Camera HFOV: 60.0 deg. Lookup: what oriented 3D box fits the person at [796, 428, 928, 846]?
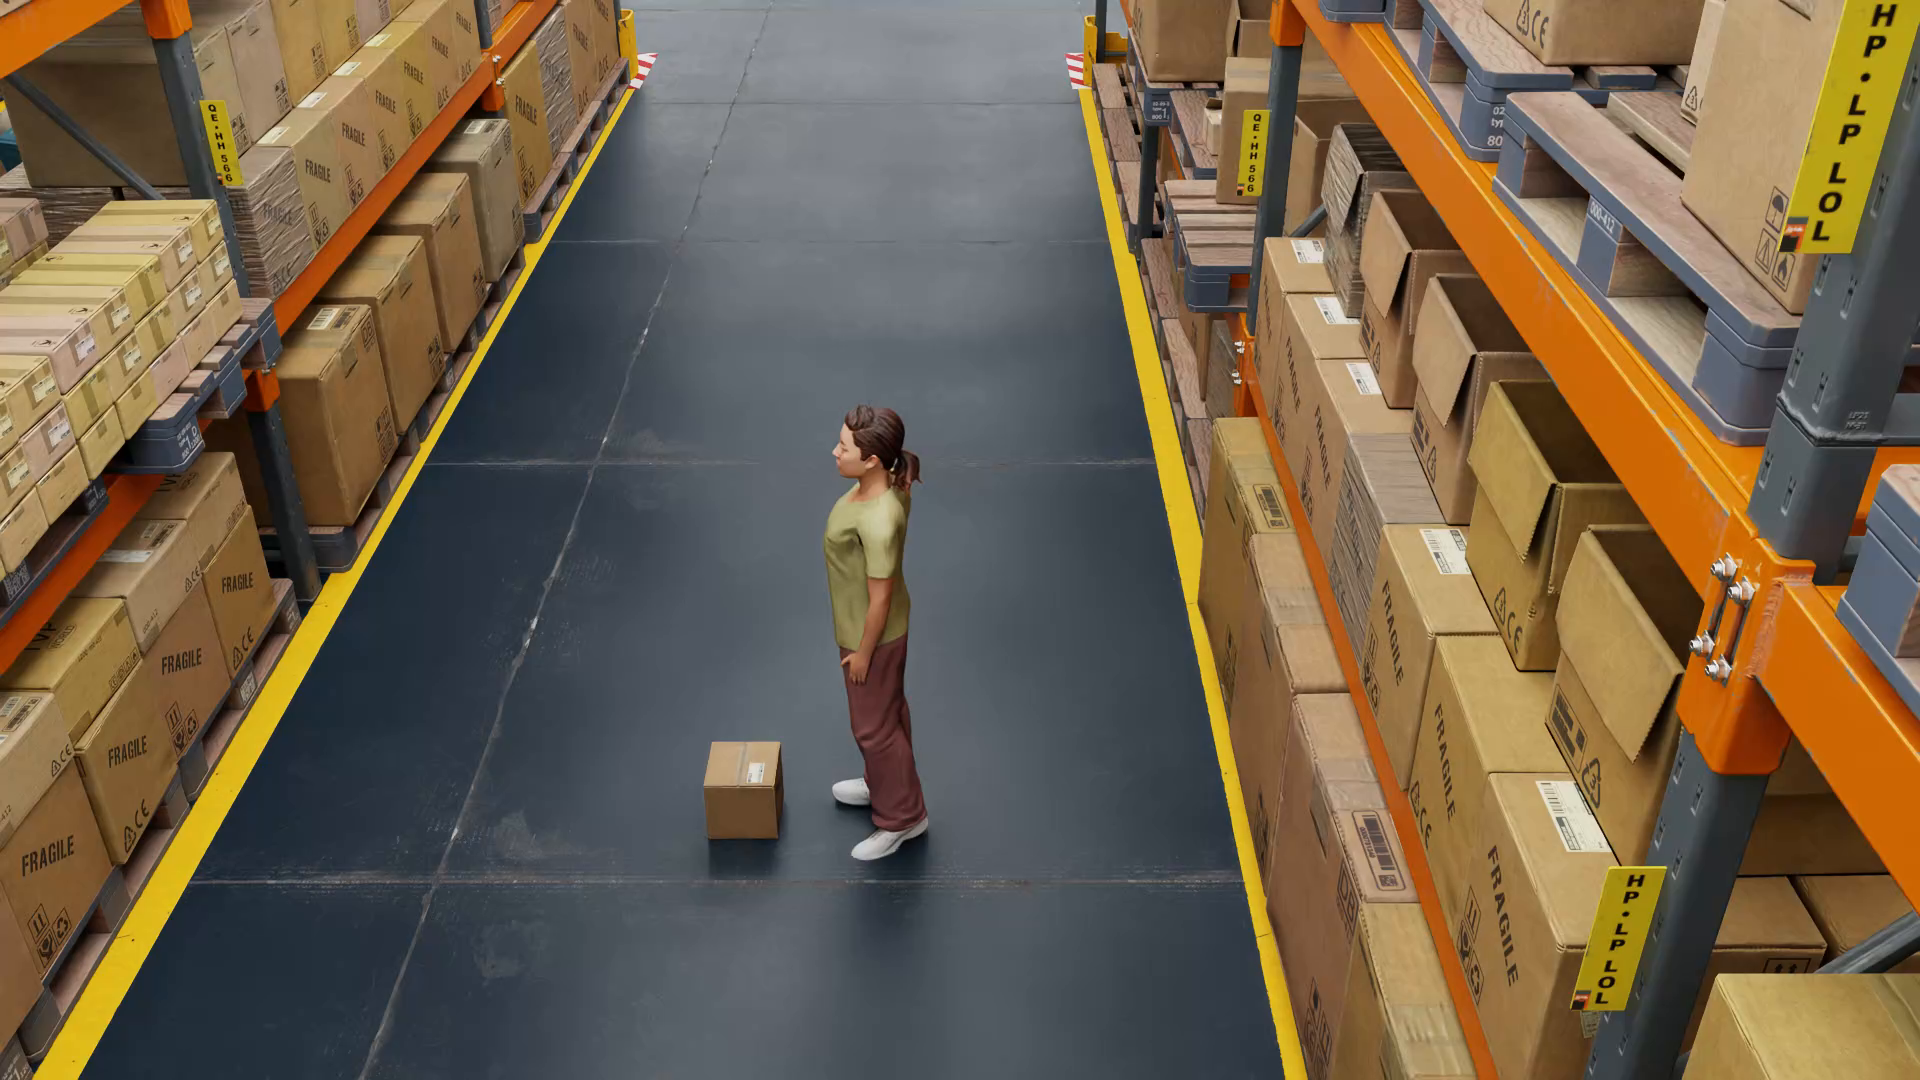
[{"bbox_3d":[-0.316,0.342,5.647,0.406,1.616,0.474,1,32,1],"label":"person"}]
